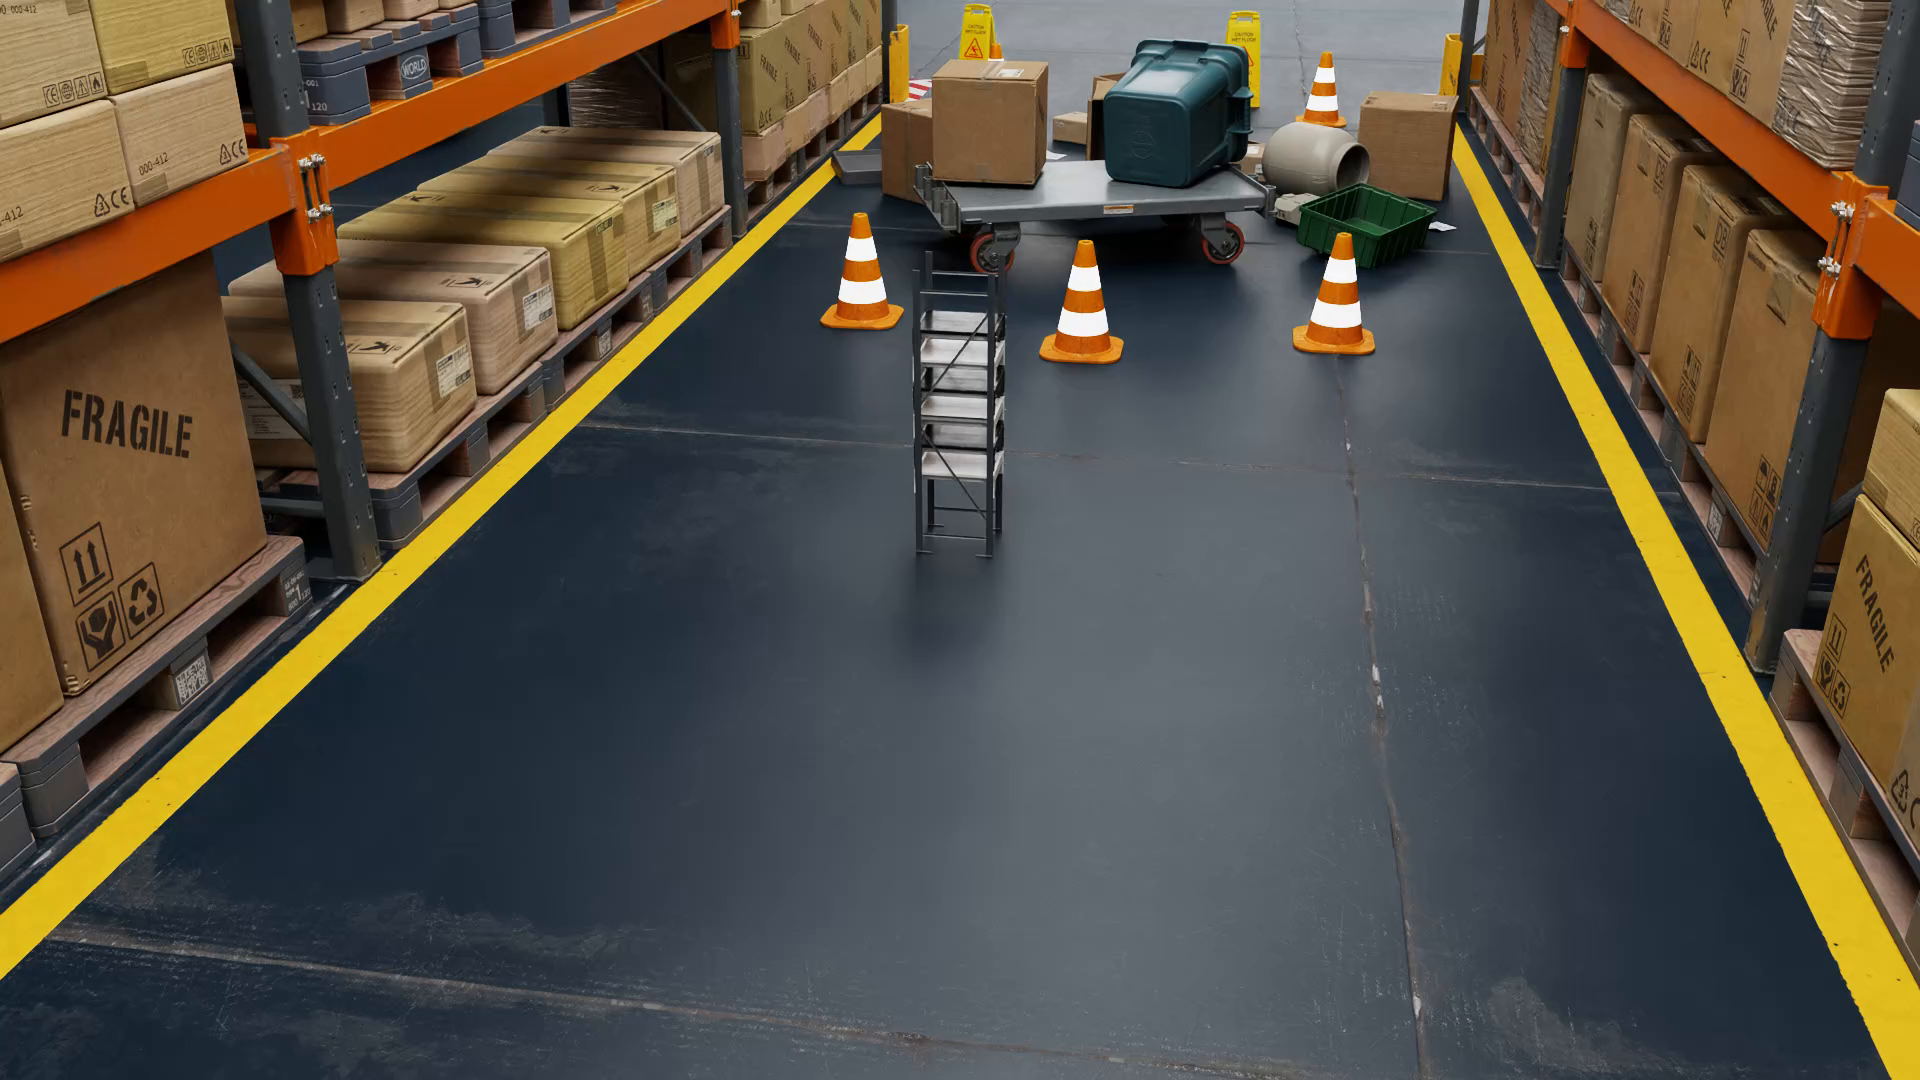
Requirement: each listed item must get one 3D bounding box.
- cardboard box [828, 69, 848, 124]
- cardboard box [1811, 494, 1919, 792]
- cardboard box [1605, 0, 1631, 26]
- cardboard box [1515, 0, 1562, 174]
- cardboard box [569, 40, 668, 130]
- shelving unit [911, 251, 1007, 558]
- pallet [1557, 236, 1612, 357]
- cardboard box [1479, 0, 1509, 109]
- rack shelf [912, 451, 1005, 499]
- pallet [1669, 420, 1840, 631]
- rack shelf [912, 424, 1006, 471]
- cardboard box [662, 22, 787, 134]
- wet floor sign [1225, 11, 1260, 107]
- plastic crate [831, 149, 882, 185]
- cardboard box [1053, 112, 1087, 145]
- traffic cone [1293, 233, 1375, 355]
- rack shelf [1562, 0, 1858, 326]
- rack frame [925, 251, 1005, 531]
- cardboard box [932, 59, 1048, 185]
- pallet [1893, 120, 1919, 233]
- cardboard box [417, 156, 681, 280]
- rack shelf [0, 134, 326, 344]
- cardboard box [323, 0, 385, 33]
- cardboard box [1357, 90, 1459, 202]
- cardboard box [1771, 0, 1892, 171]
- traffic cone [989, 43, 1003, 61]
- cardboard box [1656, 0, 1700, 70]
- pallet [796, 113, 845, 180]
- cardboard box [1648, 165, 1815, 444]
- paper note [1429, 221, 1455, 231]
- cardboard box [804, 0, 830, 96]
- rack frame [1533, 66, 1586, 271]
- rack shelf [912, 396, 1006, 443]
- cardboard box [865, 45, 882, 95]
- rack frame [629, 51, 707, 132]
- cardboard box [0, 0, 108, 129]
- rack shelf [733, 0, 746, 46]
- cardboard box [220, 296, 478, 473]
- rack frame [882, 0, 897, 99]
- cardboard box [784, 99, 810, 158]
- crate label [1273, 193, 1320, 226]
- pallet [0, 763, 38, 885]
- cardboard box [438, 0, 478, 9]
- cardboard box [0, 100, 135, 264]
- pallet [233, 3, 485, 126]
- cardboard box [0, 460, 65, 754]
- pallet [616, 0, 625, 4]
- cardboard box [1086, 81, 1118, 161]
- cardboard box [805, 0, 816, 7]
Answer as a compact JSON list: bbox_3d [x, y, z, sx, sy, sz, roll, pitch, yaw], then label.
[{"bbox_3d":[-0.995,-2.783,10.406,0.500,0.250,0.500,3,25,7],"label":"cardboard box"},{"bbox_3d":[2.270,0.236,3.660,0.500,0.500,0.500,3,25,6],"label":"cardboard box"},{"bbox_3d":[2.857,-2.289,6.485,0.500,0.500,0.500,4,25,9],"label":"cardboard box"},{"bbox_3d":[3.606,-2.520,9.106,0.875,0.875,0.875,4,25,9],"label":"cardboard box"},{"bbox_3d":[-1.777,-2.508,8.933,0.500,0.500,0.500,4,25,8],"label":"cardboard box"},{"bbox_3d":[-0.001,-0.404,5.052,0.258,0.900,0.210,4,25,9],"label":"shelving unit"},{"bbox_3d":[3.239,-1.066,7.278,1.003,0.211,1.213,4,25,9],"label":"pallet"},{"bbox_3d":[3.899,-3.269,10.707,0.875,0.875,0.875,4,25,9],"label":"cardboard box"},{"bbox_3d":[-0.001,-0.211,5.142,0.258,0.077,0.200,4,25,9],"label":"rack shelf"},{"bbox_3d":[2.840,-0.045,5.098,1.003,0.211,1.213,4,25,9],"label":"pallet"},{"bbox_3d":[-0.001,-0.292,5.104,0.258,0.077,0.200,4,25,9],"label":"rack shelf"},{"bbox_3d":[-1.247,-2.470,8.852,0.500,0.500,0.500,5,26,11],"label":"cardboard box"},{"bbox_3d":[1.996,-3.413,11.779,0.267,0.644,0.232,0,25,-1],"label":"wet floor sign"},{"bbox_3d":[-0.544,-2.235,9.930,0.402,0.080,0.583,-5,25,-10],"label":"plastic crate"},{"bbox_3d":[0.823,-2.651,10.739,0.380,0.149,0.250,19,31,35],"label":"cardboard box"},{"bbox_3d":[1.582,-1.051,6.950,0.336,0.463,0.334,4,25,9],"label":"traffic cone"},{"bbox_3d":[2.964,-1.494,5.753,1.077,0.370,4.000,4,25,9],"label":"rack shelf"},{"bbox_3d":[0.015,-0.447,5.143,0.240,0.900,0.006,4,25,9],"label":"rack frame"},{"bbox_3d":[0.152,-2.057,8.162,0.500,0.500,0.500,4,25,9],"label":"cardboard box"},{"bbox_3d":[2.626,-0.591,3.201,1.213,0.211,1.003,4,25,9],"label":"pallet"},{"bbox_3d":[-1.807,-1.437,7.386,0.950,0.372,0.625,6,26,12],"label":"cardboard box"},{"bbox_3d":[-2.590,-0.122,2.821,1.077,0.370,4.000,4,25,9],"label":"rack shelf"},{"bbox_3d":[-1.947,-1.600,4.930,0.380,0.149,0.250,2,25,5],"label":"cardboard box"},{"bbox_3d":[2.532,-2.246,9.456,0.500,0.500,0.500,8,26,18],"label":"cardboard box"},{"bbox_3d":[2.446,-1.236,4.234,0.500,0.500,0.500,4,25,9],"label":"cardboard box"},{"bbox_3d":[0.247,-3.212,11.566,0.336,0.463,0.334,4,25,9],"label":"traffic cone"},{"bbox_3d":[2.690,-1.868,5.585,0.500,0.500,0.500,4,25,9],"label":"cardboard box"},{"bbox_3d":[-1.337,-2.489,10.319,1.003,0.211,1.213,4,25,9],"label":"pallet"},{"bbox_3d":[2.965,-0.769,5.514,1.050,0.750,0.750,4,25,9],"label":"cardboard box"},{"bbox_3d":[2.507,-1.656,8.751,0.147,0.020,0.142,-14,29,-27],"label":"paper note"},{"bbox_3d":[-1.084,-2.911,9.795,0.500,0.500,0.500,5,26,11],"label":"cardboard box"},{"bbox_3d":[3.291,-2.657,7.387,1.000,3.000,0.127,4,25,9],"label":"rack frame"},{"bbox_3d":[-0.001,-0.374,5.066,0.258,0.077,0.200,4,25,9],"label":"rack shelf"},{"bbox_3d":[-0.826,-3.208,11.314,0.500,0.250,0.500,4,25,8],"label":"cardboard box"},{"bbox_3d":[-1.613,-2.958,8.030,0.949,2.616,0.053,4,25,9],"label":"rack frame"},{"bbox_3d":[-2.172,-1.008,3.452,0.500,0.250,0.500,3,25,7],"label":"cardboard box"},{"bbox_3d":[-1.283,-3.468,9.969,1.077,0.370,4.000,4,25,9],"label":"rack shelf"},{"bbox_3d":[-2.161,-0.520,5.427,0.950,0.372,0.625,2,25,5],"label":"cardboard box"},{"bbox_3d":[-0.956,-4.630,11.604,1.000,3.000,0.127,4,25,9],"label":"rack frame"},{"bbox_3d":[-1.170,-2.354,9.489,0.500,0.250,0.500,5,26,11],"label":"cardboard box"},{"bbox_3d":[1.819,-1.751,8.829,0.298,0.136,0.250,-14,29,-27],"label":"crate label"},{"bbox_3d":[-2.668,0.812,3.267,1.003,0.211,1.213,4,25,9],"label":"pallet"},{"bbox_3d":[-1.792,-1.825,5.411,0.380,0.149,0.250,4,25,9],"label":"cardboard box"},{"bbox_3d":[-2.158,-0.772,3.538,0.500,0.250,0.500,4,25,9],"label":"cardboard box"},{"bbox_3d":[-2.252,-1.503,5.149,1.213,0.211,1.003,4,25,9],"label":"pallet"},{"bbox_3d":[-2.608,0.144,3.416,0.875,0.875,0.875,4,25,9],"label":"cardboard box"},{"bbox_3d":[-1.878,-2.561,7.409,1.003,0.211,1.213,4,25,9],"label":"pallet"},{"bbox_3d":[1.110,-2.259,9.323,0.797,0.637,0.503,4,25,9],"label":"cardboard box"},{"bbox_3d":[-1.044,-3.140,9.518,0.380,0.149,0.250,5,26,12],"label":"cardboard box"}]
